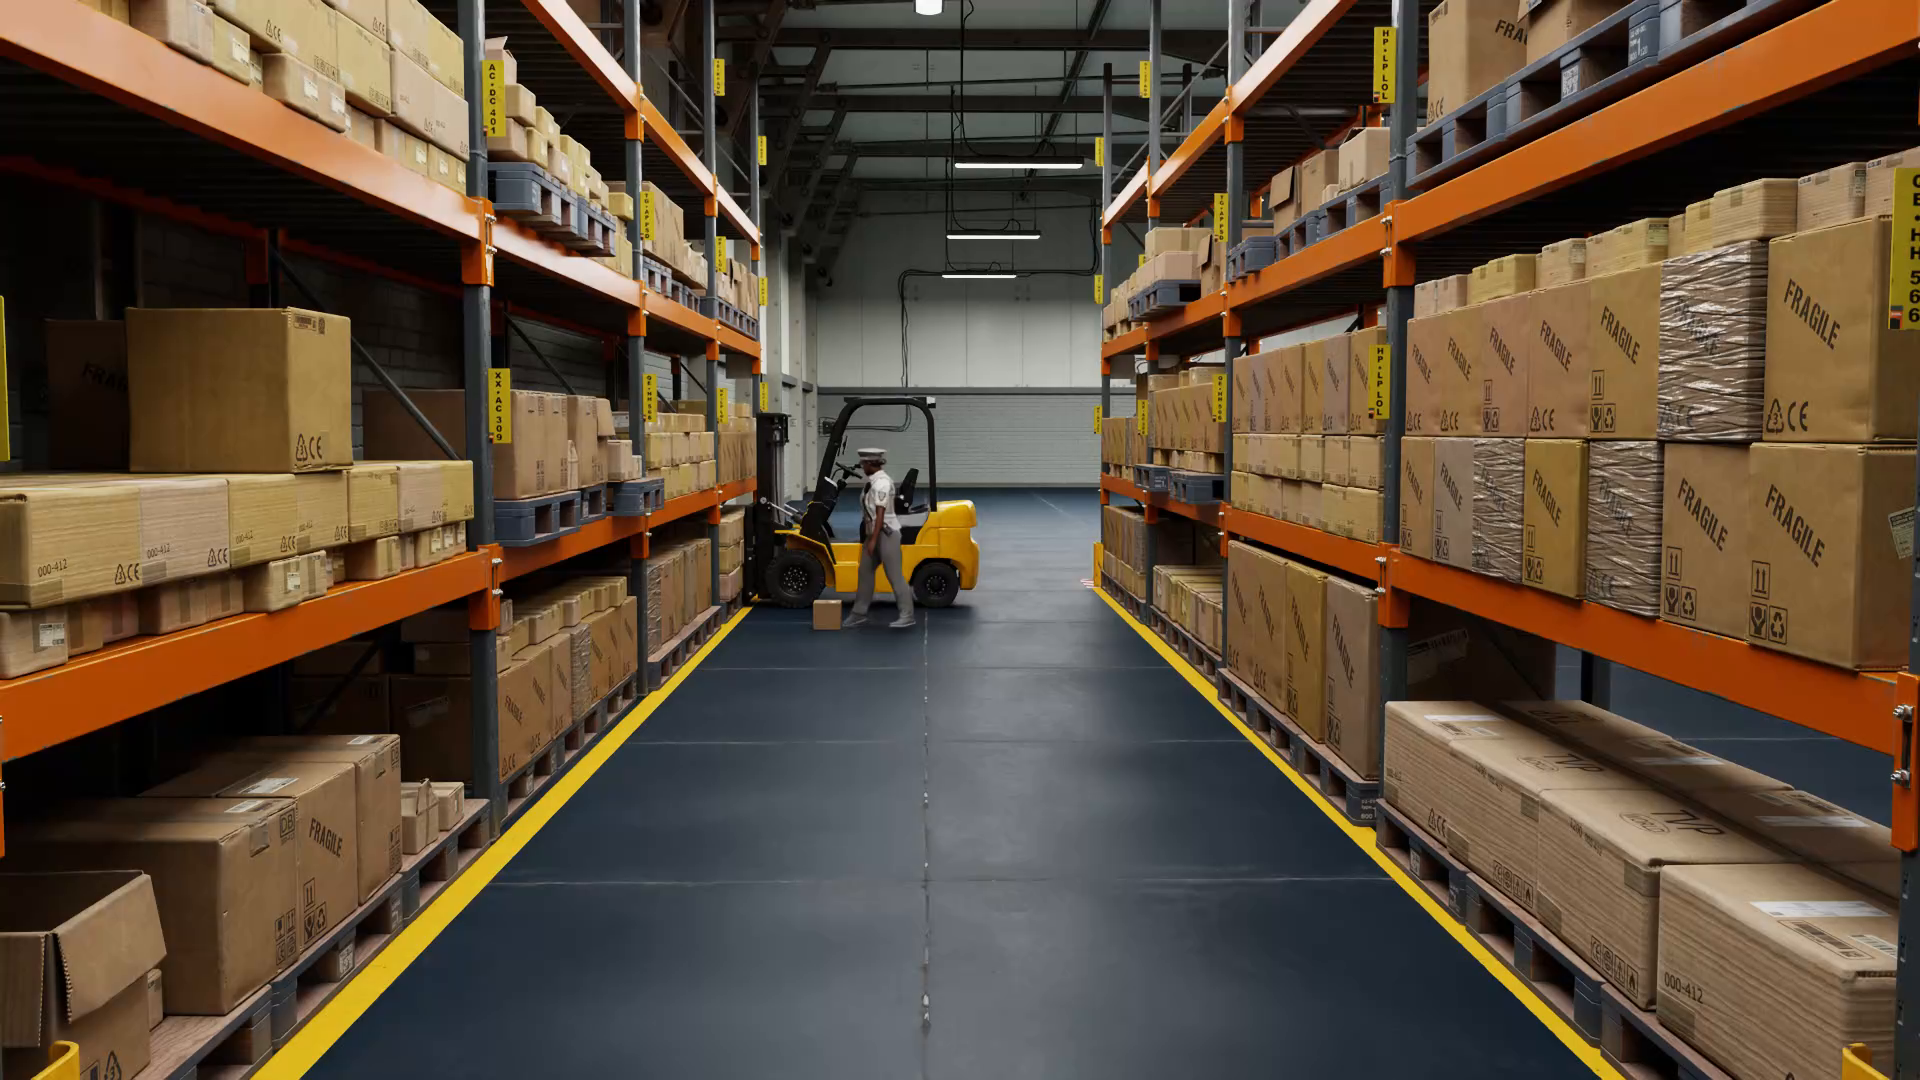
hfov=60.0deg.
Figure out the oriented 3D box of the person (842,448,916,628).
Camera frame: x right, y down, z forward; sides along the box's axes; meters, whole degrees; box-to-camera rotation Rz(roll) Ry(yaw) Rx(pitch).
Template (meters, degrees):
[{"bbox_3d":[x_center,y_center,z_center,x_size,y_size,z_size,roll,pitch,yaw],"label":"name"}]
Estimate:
[{"bbox_3d":[-0.764,-0.007,15.228,0.615,1.673,0.629,-1,4,-20],"label":"person"}]
